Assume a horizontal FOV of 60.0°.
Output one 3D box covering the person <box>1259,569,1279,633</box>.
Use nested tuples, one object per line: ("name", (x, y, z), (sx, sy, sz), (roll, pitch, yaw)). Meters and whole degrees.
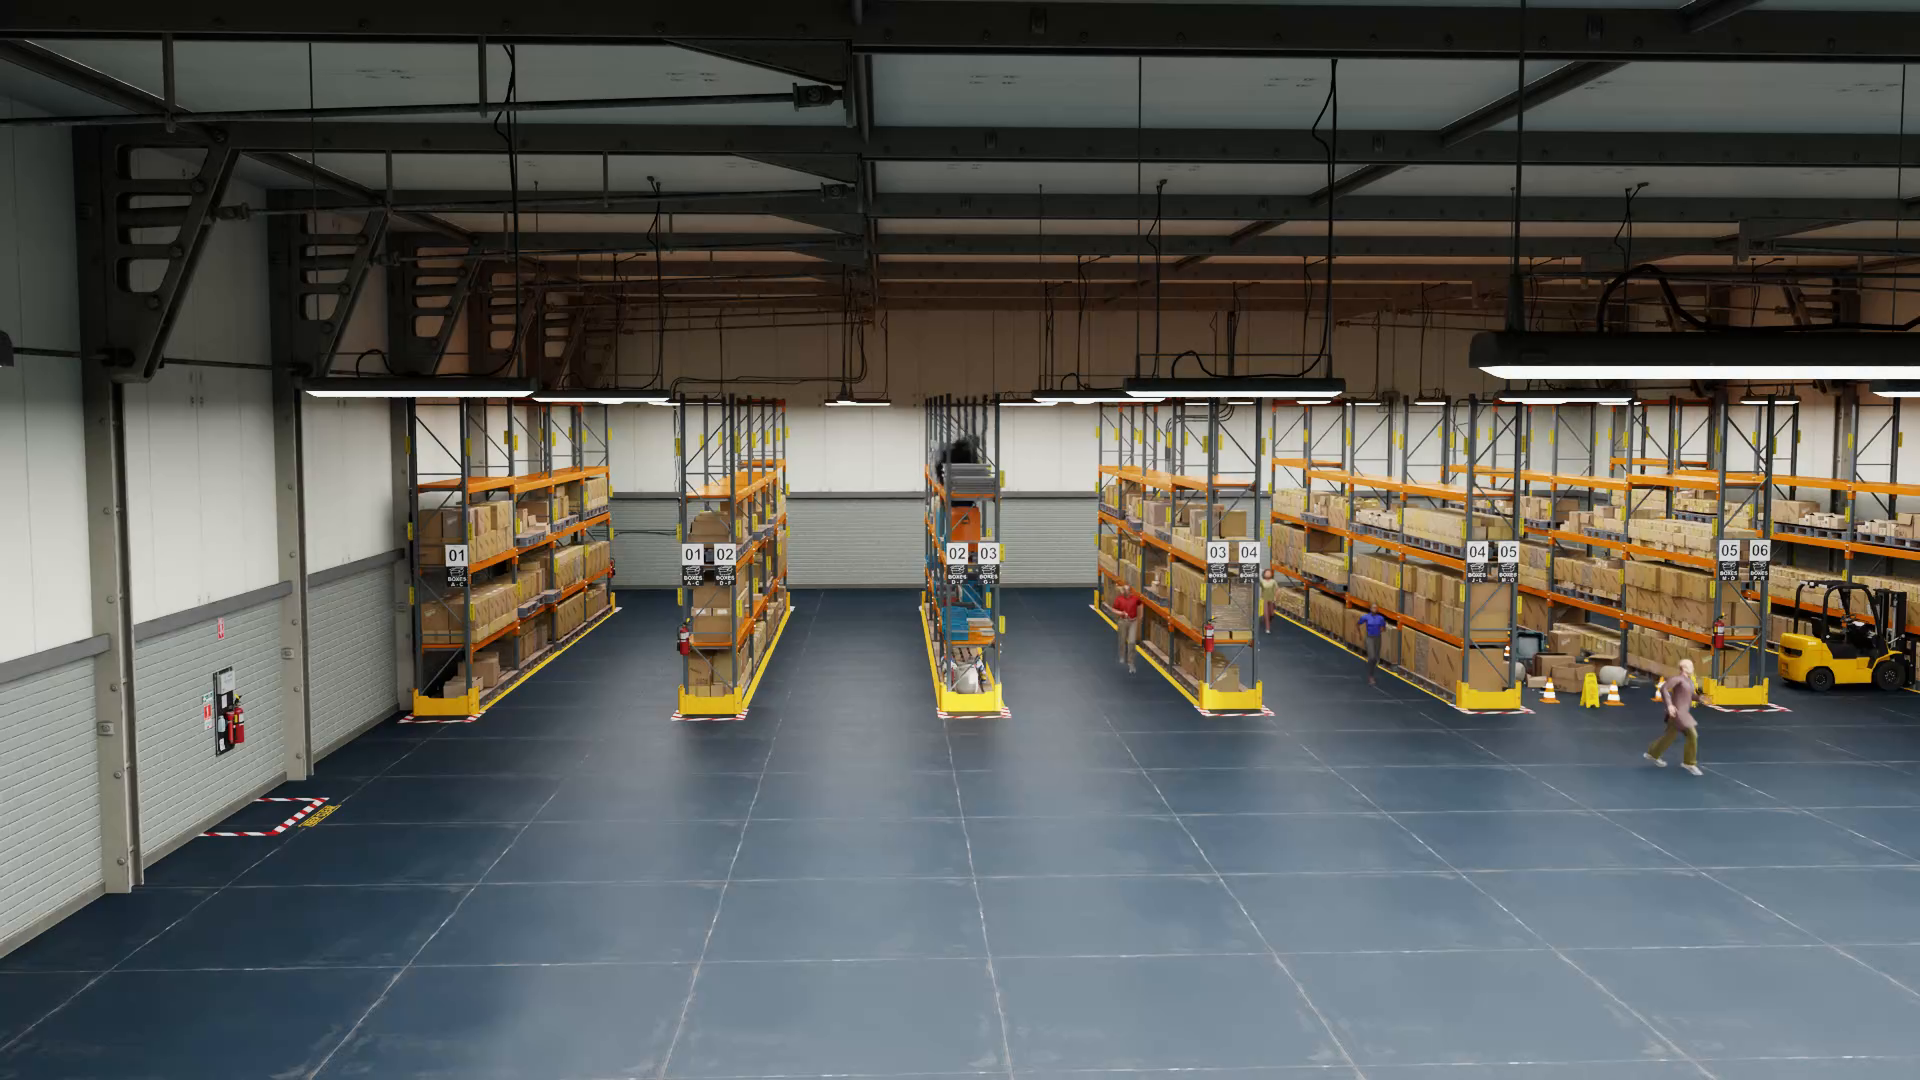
("person", (7.852, 1.544, 42.509), (0.616, 1.631, 0.769), (0, 5, 2))

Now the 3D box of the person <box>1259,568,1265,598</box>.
("person", (7.868, 1.363, 44.245), (0.655, 1.760, 0.659), (0, 5, 0))

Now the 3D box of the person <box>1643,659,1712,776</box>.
("person", (11.309, 2.778, 26.217), (0.980, 1.833, 0.626), (2, 5, 28))

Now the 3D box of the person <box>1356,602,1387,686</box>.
("person", (8.608, 2.157, 34.708), (0.546, 1.719, 0.770), (-1, 5, -11))

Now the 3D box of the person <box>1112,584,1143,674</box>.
("person", (3.549, 1.857, 35.133), (0.670, 1.852, 0.754), (0, 5, 1))
